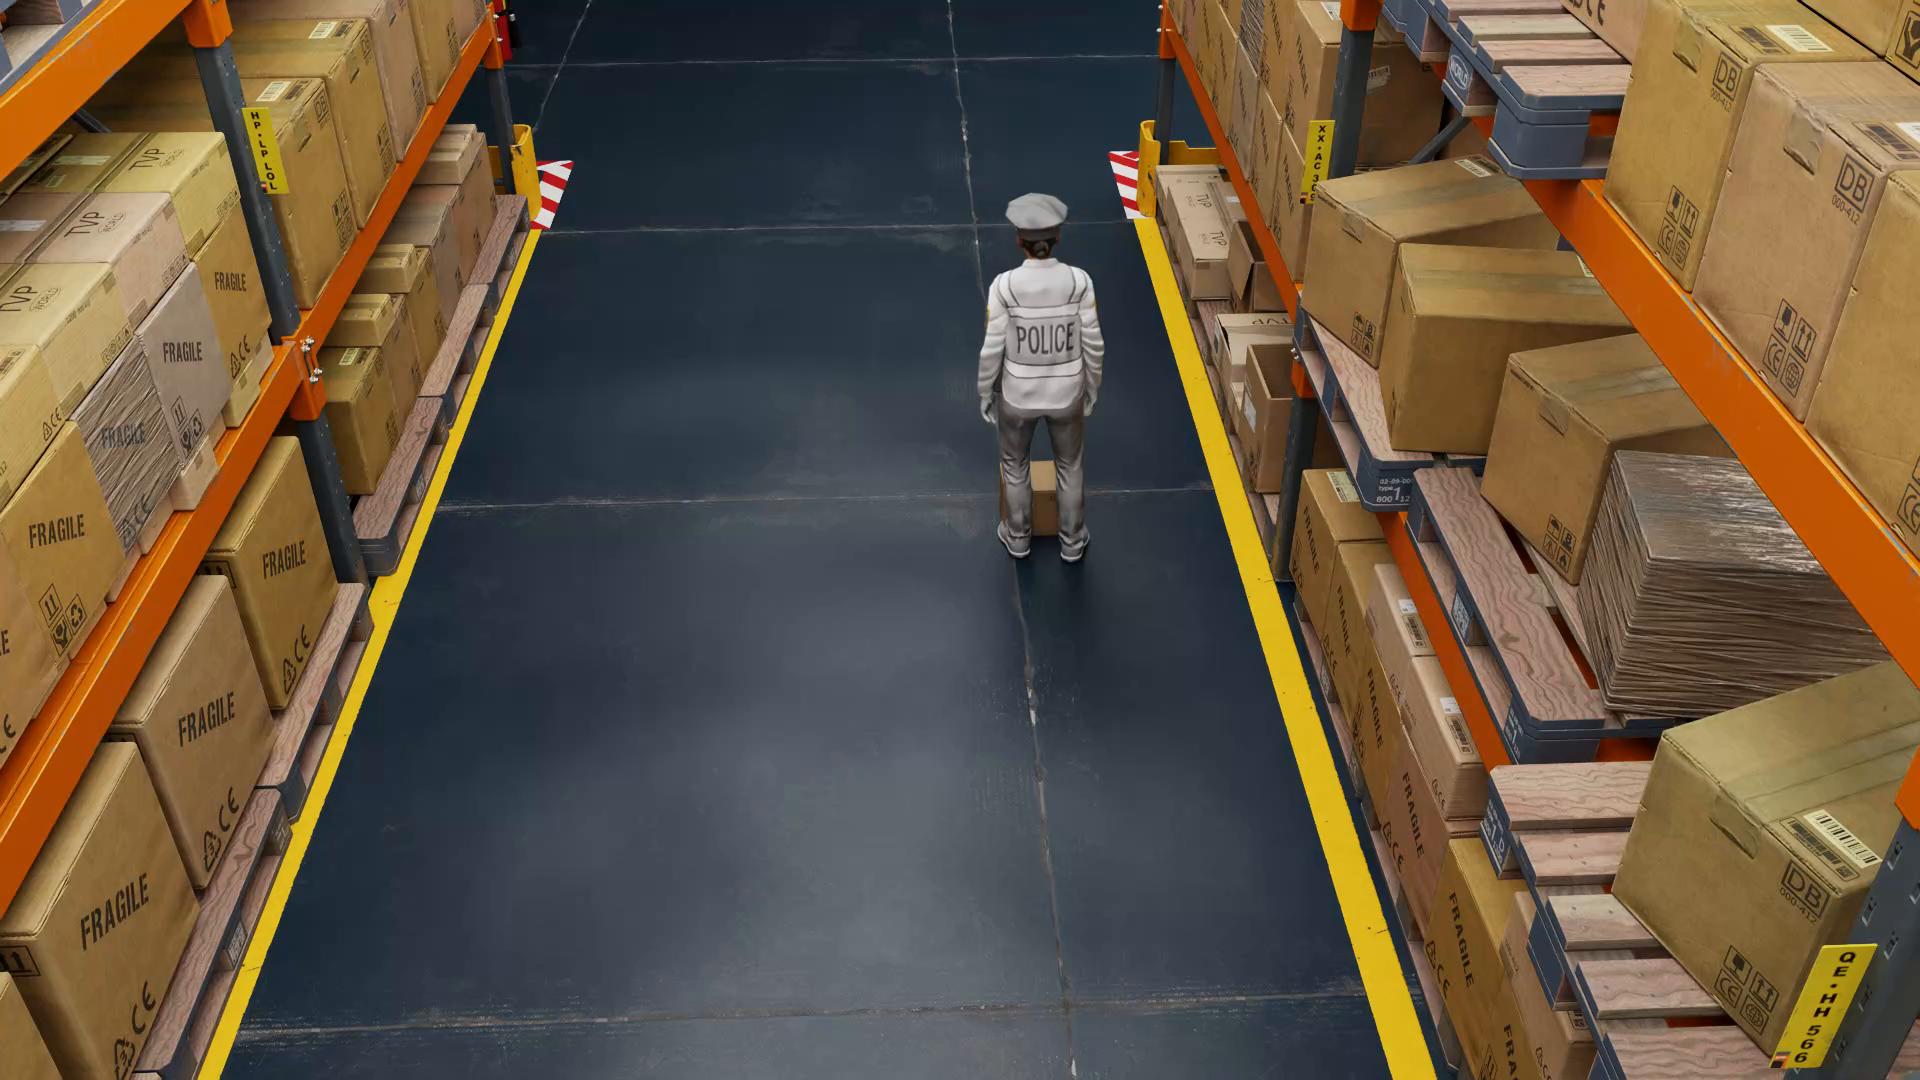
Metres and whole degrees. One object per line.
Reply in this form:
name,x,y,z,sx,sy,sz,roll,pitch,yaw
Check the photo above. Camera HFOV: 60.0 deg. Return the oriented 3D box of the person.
person,0.333,-0.634,7.035,0.530,1.662,0.414,-3,36,-4
